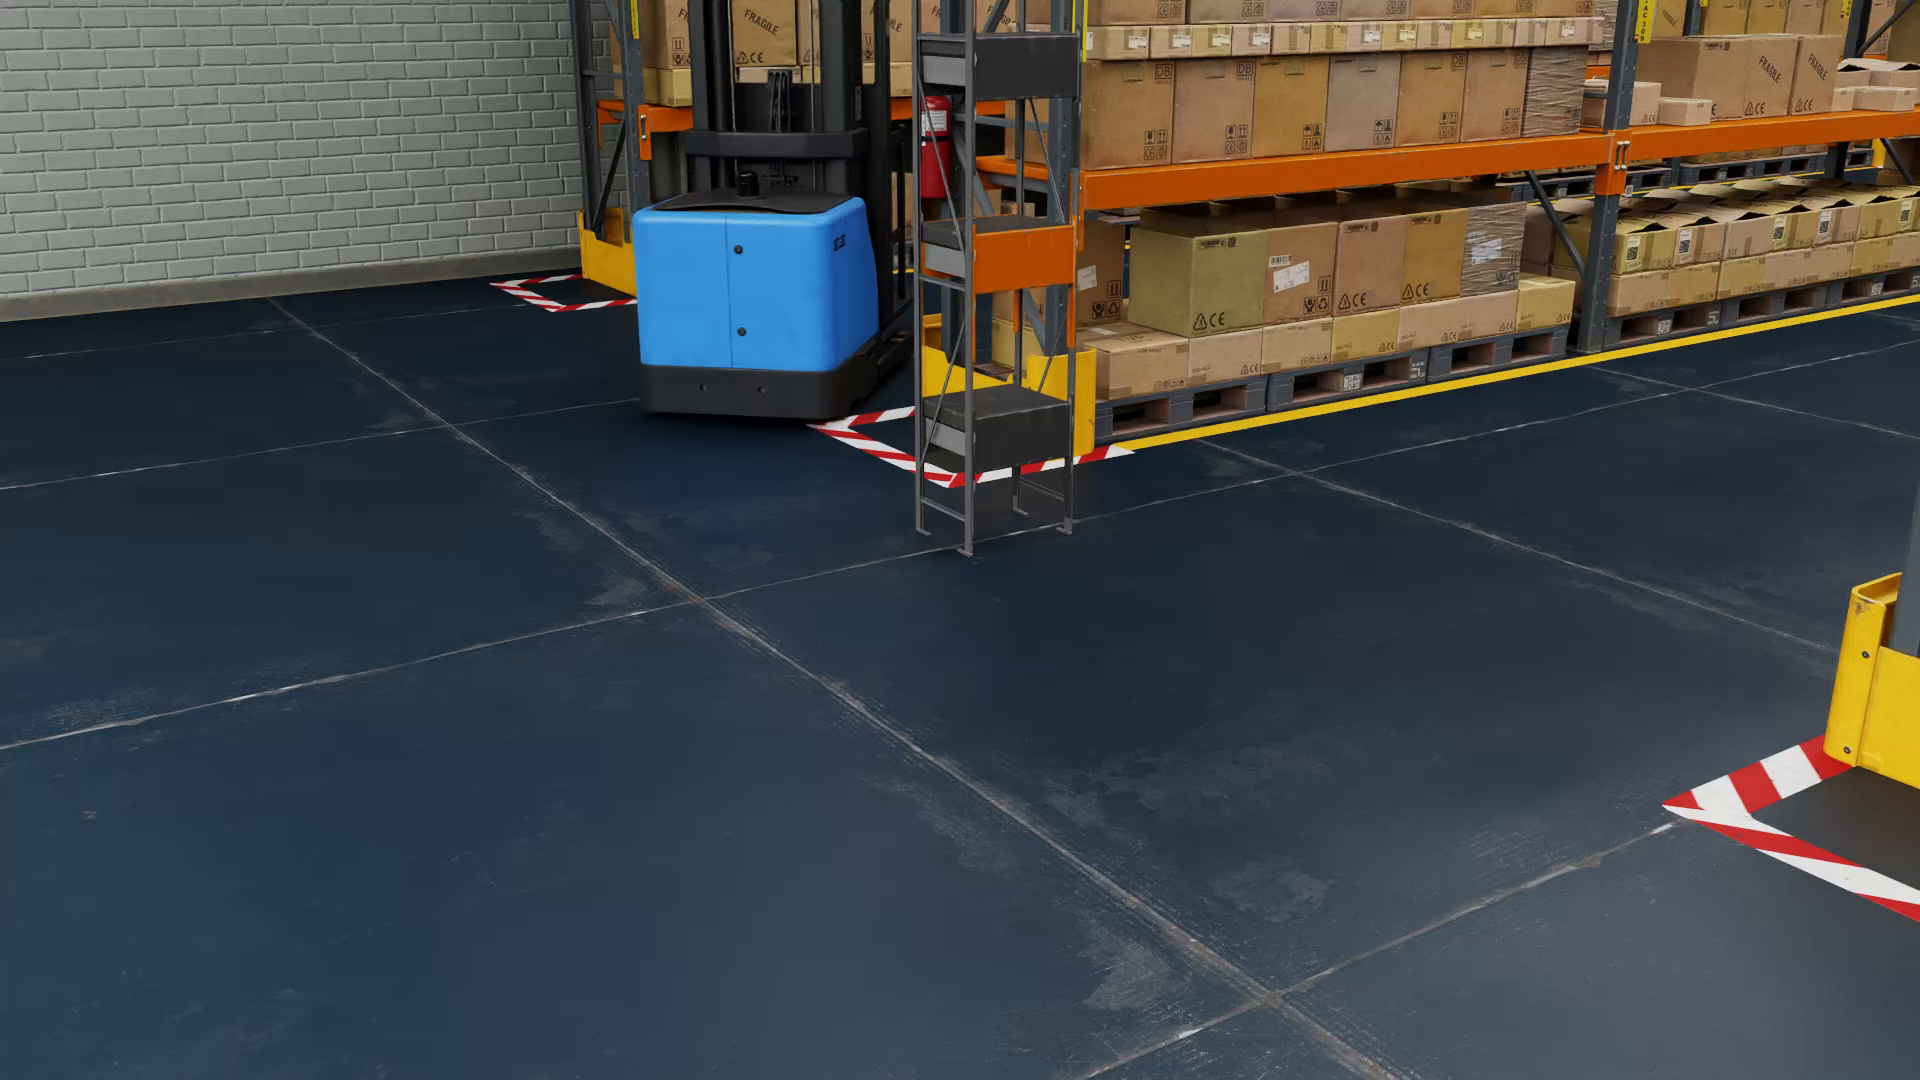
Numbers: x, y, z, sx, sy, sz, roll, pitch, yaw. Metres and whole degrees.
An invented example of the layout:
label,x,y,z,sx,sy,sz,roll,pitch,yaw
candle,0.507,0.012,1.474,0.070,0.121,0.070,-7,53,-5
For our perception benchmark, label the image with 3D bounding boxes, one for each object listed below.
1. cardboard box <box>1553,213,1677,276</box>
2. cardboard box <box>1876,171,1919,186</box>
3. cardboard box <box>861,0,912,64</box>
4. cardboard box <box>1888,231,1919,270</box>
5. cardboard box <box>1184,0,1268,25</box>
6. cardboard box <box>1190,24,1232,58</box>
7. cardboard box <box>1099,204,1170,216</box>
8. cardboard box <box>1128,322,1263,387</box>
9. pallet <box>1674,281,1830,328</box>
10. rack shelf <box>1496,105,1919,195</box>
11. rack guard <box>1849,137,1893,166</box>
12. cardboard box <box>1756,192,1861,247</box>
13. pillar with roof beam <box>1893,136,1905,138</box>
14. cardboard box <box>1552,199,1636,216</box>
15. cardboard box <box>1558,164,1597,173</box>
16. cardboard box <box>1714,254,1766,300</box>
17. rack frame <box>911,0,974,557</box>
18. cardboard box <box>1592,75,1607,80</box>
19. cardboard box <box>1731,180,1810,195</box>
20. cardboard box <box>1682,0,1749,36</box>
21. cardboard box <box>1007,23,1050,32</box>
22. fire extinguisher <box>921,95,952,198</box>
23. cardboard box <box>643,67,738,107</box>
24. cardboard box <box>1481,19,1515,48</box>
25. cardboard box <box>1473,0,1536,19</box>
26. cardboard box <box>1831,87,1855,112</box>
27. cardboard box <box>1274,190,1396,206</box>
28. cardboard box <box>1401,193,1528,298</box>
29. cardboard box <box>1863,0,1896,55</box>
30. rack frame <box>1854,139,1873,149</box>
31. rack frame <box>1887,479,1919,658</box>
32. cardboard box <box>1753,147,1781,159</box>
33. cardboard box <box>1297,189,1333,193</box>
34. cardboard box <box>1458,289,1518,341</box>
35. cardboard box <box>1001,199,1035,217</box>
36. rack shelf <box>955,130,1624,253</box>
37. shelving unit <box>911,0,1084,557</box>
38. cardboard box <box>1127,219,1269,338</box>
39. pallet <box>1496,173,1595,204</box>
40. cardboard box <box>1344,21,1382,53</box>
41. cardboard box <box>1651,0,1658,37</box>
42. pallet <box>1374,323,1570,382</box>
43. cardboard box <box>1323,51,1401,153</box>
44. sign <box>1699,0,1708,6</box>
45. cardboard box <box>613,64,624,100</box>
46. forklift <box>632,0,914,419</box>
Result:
label,x,y,z,sx,sy,sz,roll,pitch,yaw
cardboard box,4.048,-1.846,10.283,0.500,0.311,0.500,-12,22,-31
cardboard box,7.559,-2.634,13.069,0.500,0.500,0.500,-11,22,-29
cardboard box,-0.660,-3.863,12.519,0.500,0.500,0.500,-11,22,-30
cardboard box,6.602,-2.121,11.972,0.500,0.250,0.500,-11,22,-30
cardboard box,1.103,-2.817,8.213,0.500,0.500,0.700,-13,22,-33
cardboard box,1.100,-2.430,8.081,0.250,0.149,0.380,-12,22,-31
cardboard box,1.444,-3.160,14.626,0.500,0.500,0.700,-11,22,-30
cardboard box,1.211,-0.994,8.638,0.500,0.250,0.500,-12,22,-31
pallet,5.180,-1.713,11.483,1.213,0.211,1.003,-12,22,-31
rack shelf,5.237,-2.689,11.139,4.000,0.370,1.077,-12,22,-31
rack guard,10.881,-4.936,20.564,0.348,0.500,1.175,-12,22,-31
cardboard box,5.751,-2.205,11.345,0.500,0.311,0.500,-12,22,-32
pillar with roof beam,15.008,-8.513,17.876,0.400,9.000,9.100,-12,22,-31
cardboard box,4.178,-2.081,10.979,0.500,0.311,0.500,-11,22,-30
cardboard box,6.308,-4.285,17.437,0.750,0.750,0.750,-11,22,-30
cardboard box,4.898,-1.761,10.906,0.500,0.250,0.500,-13,22,-33
rack frame,-0.066,-0.981,6.368,0.015,2.100,0.400,-12,22,-31
cardboard box,4.199,-2.818,10.607,0.258,0.266,0.396,-13,22,-33
cardboard box,5.874,-2.436,12.028,0.500,0.311,0.500,-13,22,-33
cardboard box,7.982,-5.645,18.289,0.700,0.700,0.980,-12,22,-31
cardboard box,0.440,-2.446,8.128,0.250,0.149,0.380,-12,22,-32
fire extinguisher,-0.129,-2.040,8.216,0.183,0.674,0.296,-12,22,-31
cardboard box,-1.920,-3.237,11.839,0.500,0.250,0.500,-13,22,-33
cardboard box,2.813,-2.791,9.148,0.250,0.149,0.380,-12,22,-32
cardboard box,2.778,-3.171,9.258,0.500,0.500,0.700,-12,22,-32
cardboard box,5.873,-3.024,11.397,0.250,0.149,0.380,-10,21,-27
cardboard box,2.172,-1.755,9.720,0.500,0.500,0.500,-12,22,-31
cardboard box,2.875,-1.704,9.569,0.500,0.500,0.500,-12,22,-31
cardboard box,10.440,-6.165,19.830,0.700,0.700,0.980,-11,21,-29
rack frame,10.861,-6.116,20.151,0.127,3.000,1.000,-12,22,-31
rack frame,2.947,-0.648,3.977,0.127,3.000,1.000,-12,22,-31
cardboard box,9.052,-4.708,19.234,0.500,0.500,0.700,-11,22,-30
cardboard box,3.113,-3.531,15.720,0.500,0.500,0.700,-12,22,-31
cardboard box,2.876,-1.349,9.688,0.500,0.250,0.500,-12,22,-31
cardboard box,0.408,-2.766,13.980,0.250,0.166,0.380,-16,24,-38
rack shelf,1.896,-1.985,9.055,4.000,0.370,1.077,-12,22,-31
shelving unit,0.138,-1.024,6.495,0.503,2.100,0.431,-12,22,-31
cardboard box,1.212,-1.348,8.516,0.500,0.500,0.500,-12,22,-31
pallet,5.897,-3.718,17.413,1.213,0.211,1.003,-12,22,-31
cardboard box,1.956,-2.610,8.612,0.250,0.149,0.380,-12,22,-31
cardboard box,6.853,-5.368,17.287,0.500,0.500,0.500,-12,22,-31
pallet,2.879,-1.228,10.047,1.213,0.211,1.003,-12,22,-31
cardboard box,1.914,-2.373,8.924,0.500,0.500,0.700,-11,22,-30
sign,7.827,-5.779,17.470,0.005,0.325,0.100,-12,22,-31
cardboard box,-2.218,-3.370,12.233,0.500,0.250,0.500,-12,22,-31
forklift,-0.874,-2.424,9.337,1.130,2.935,3.031,3,19,10
